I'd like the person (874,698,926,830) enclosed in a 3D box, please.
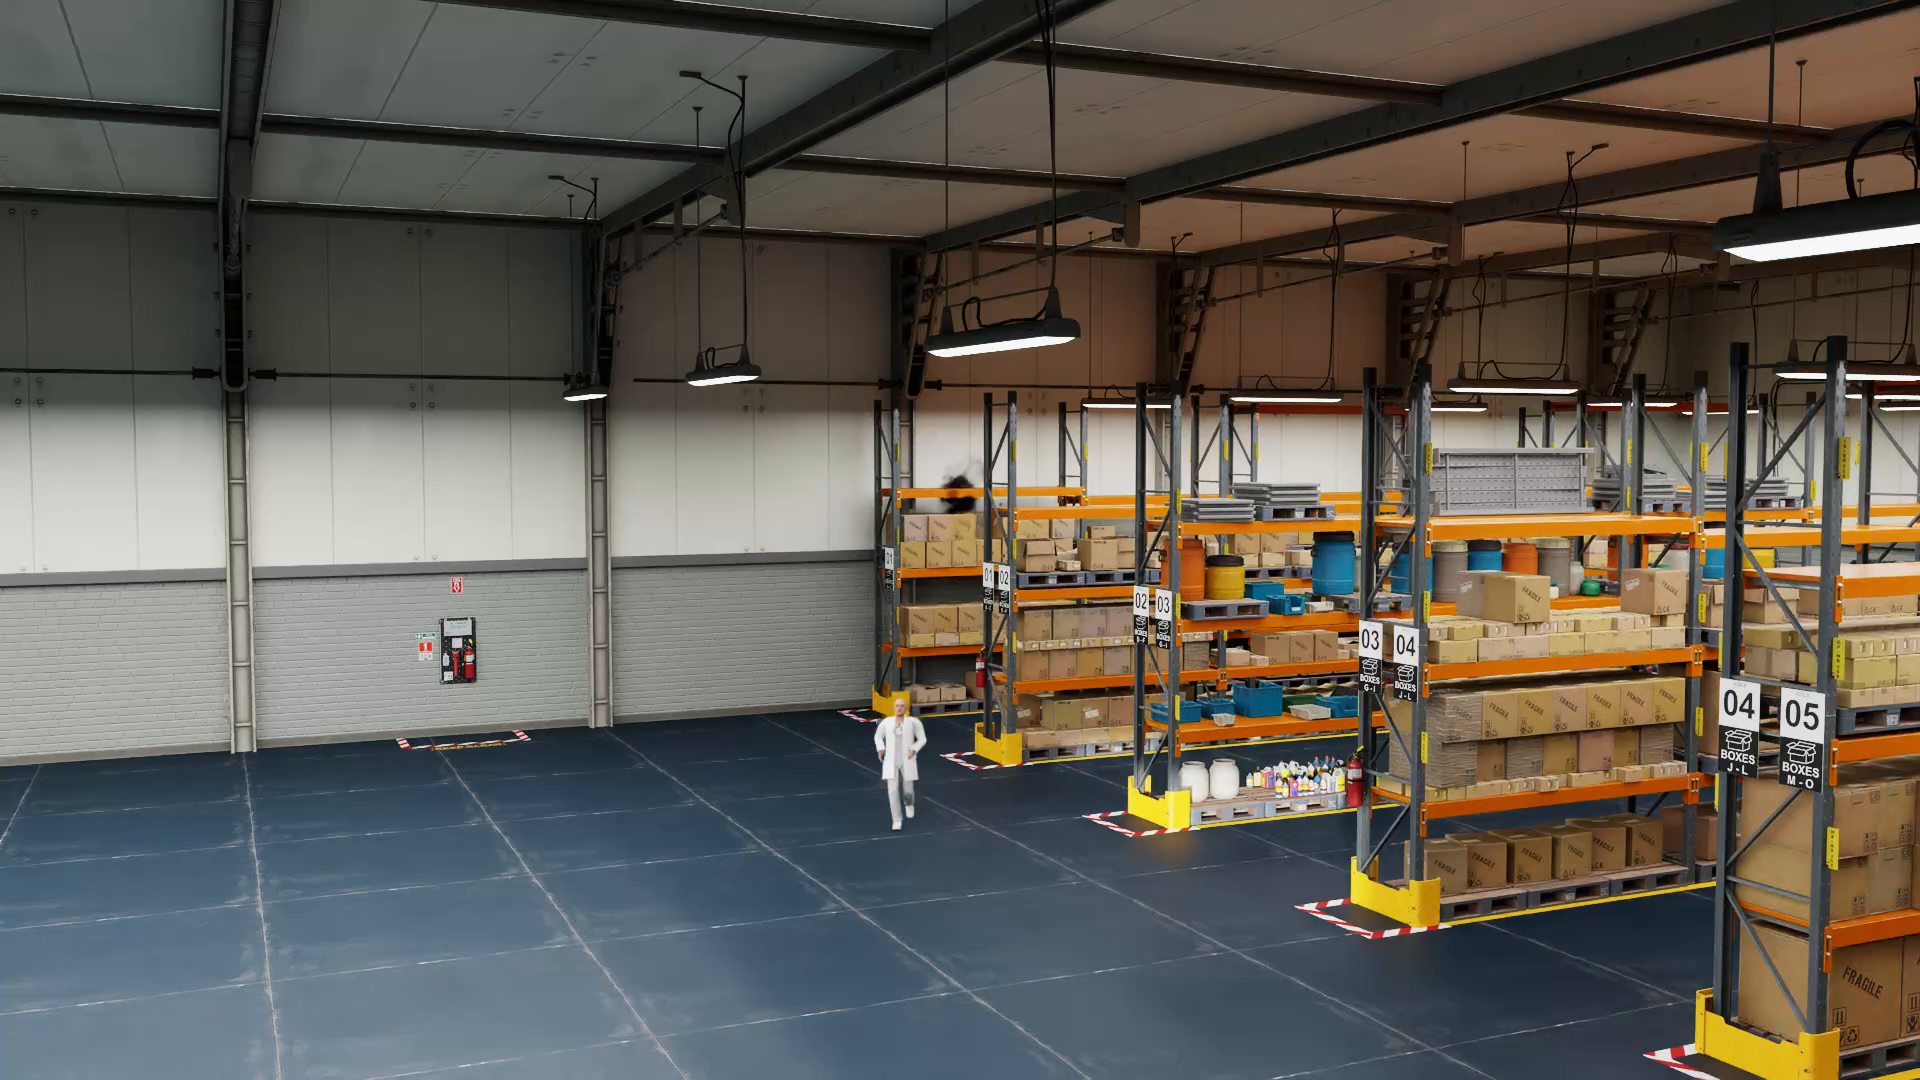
[{"bbox_3d":[-0.814,2.993,22.396,0.713,1.730,0.753,0,3,4],"label":"person"}]
